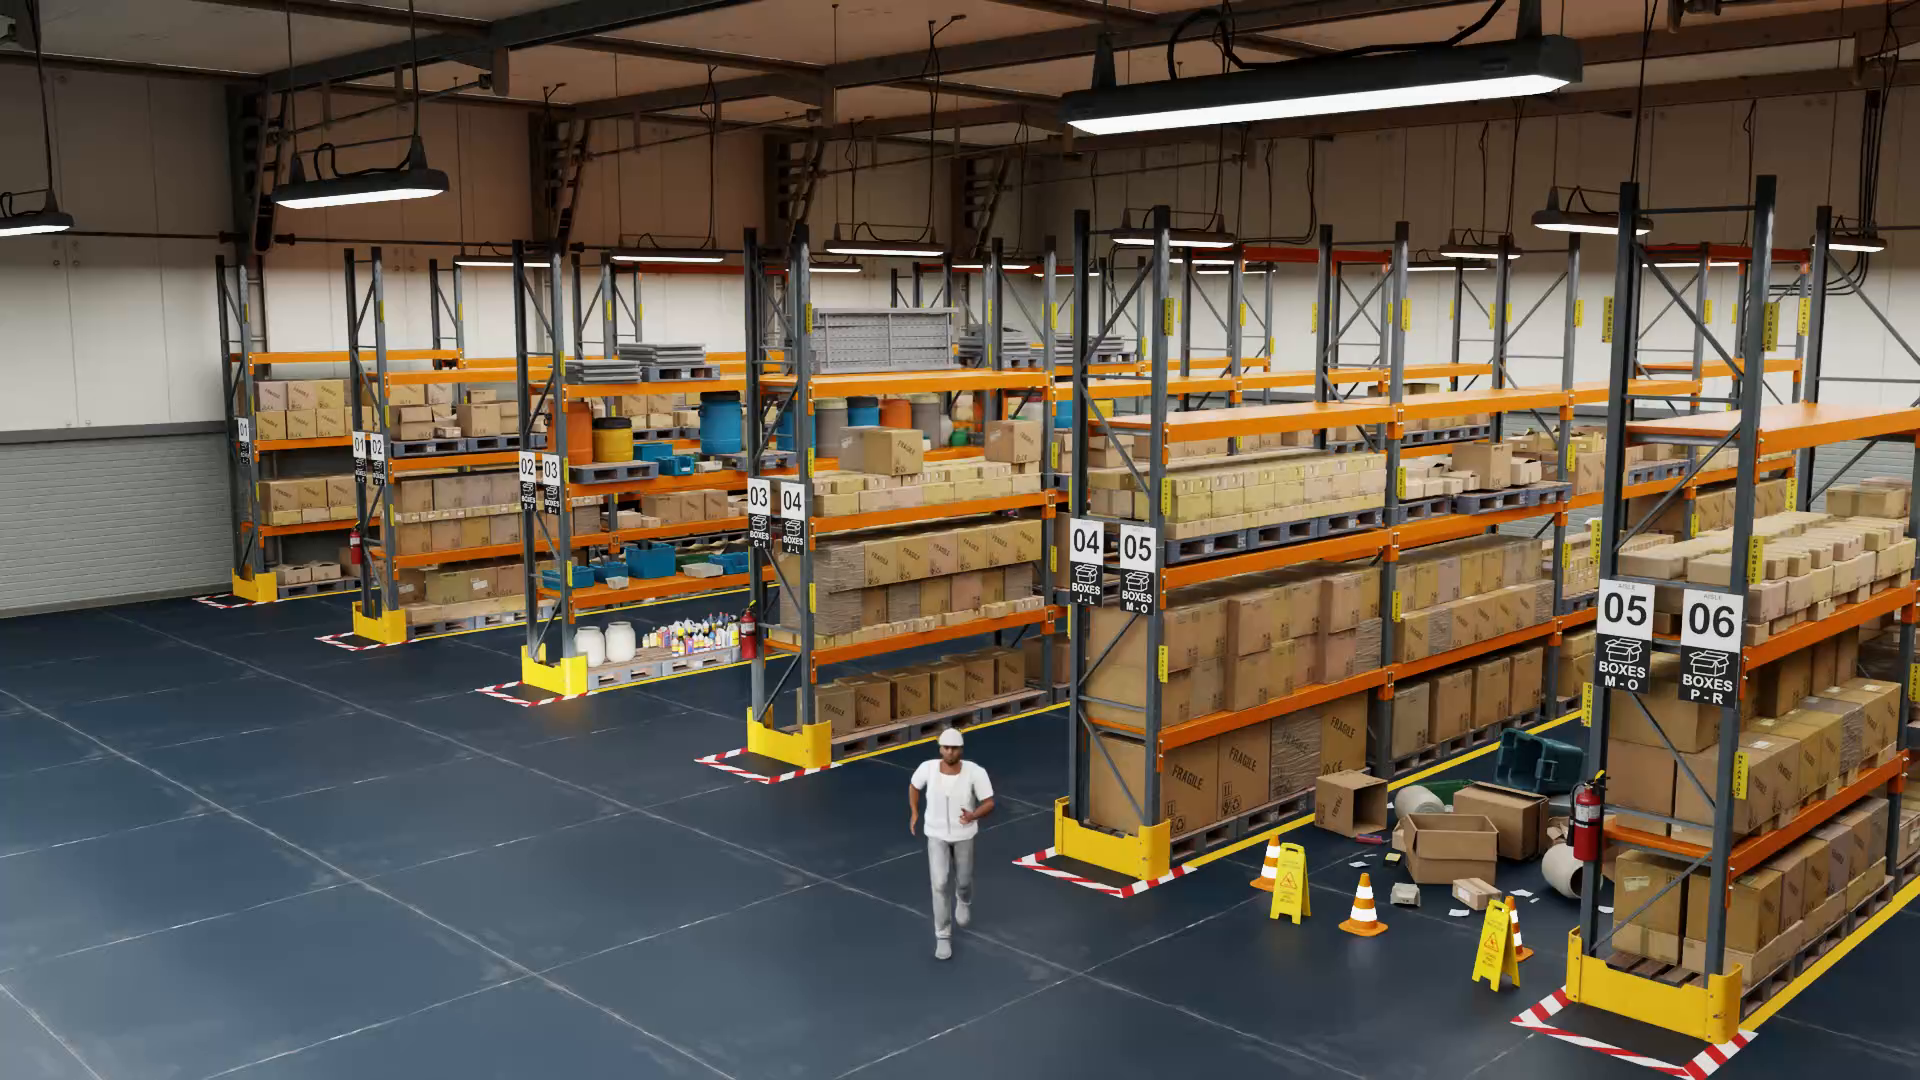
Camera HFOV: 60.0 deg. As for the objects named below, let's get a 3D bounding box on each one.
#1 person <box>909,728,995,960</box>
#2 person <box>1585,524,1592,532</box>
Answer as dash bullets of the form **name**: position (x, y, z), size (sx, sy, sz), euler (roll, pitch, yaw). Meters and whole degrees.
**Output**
- **person**: position (-0.074, 2.382, 13.433), size (0.710, 1.765, 0.918), euler (0, 8, 3)
- **person**: position (10.171, 0.557, 26.619), size (0.820, 1.743, 0.660), euler (-6, 10, -37)
